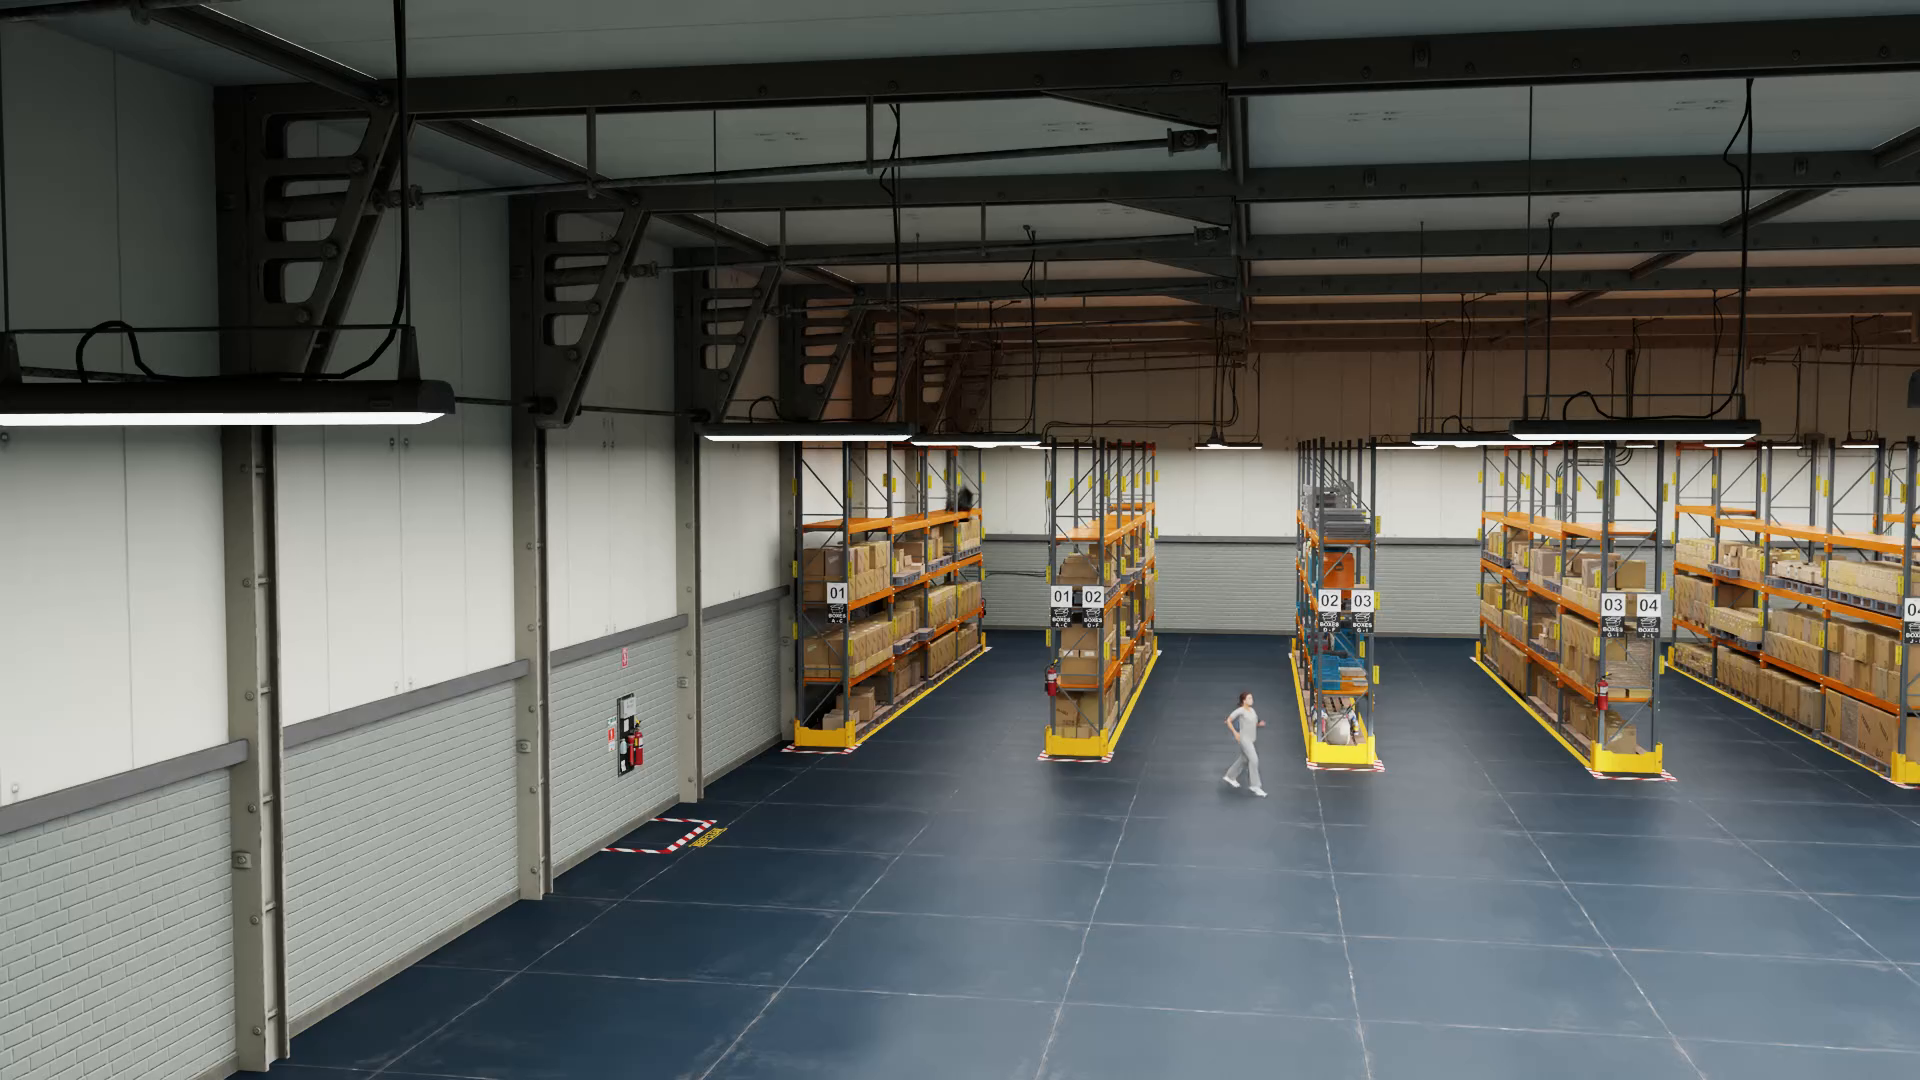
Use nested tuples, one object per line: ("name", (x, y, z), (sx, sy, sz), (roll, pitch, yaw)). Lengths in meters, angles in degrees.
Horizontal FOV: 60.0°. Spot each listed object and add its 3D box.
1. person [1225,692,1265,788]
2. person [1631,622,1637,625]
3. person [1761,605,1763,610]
("person", (4.781, 3.326, 27.920), (0.772, 1.572, 0.549), (2, 4, 39))
("person", (17.683, 2.259, 43.868), (0.541, 0.585, 0.369), (1, 3, 17))
("person", (21.958, 2.429, 45.484), (0.739, 1.550, 0.579), (1, 3, 16))
